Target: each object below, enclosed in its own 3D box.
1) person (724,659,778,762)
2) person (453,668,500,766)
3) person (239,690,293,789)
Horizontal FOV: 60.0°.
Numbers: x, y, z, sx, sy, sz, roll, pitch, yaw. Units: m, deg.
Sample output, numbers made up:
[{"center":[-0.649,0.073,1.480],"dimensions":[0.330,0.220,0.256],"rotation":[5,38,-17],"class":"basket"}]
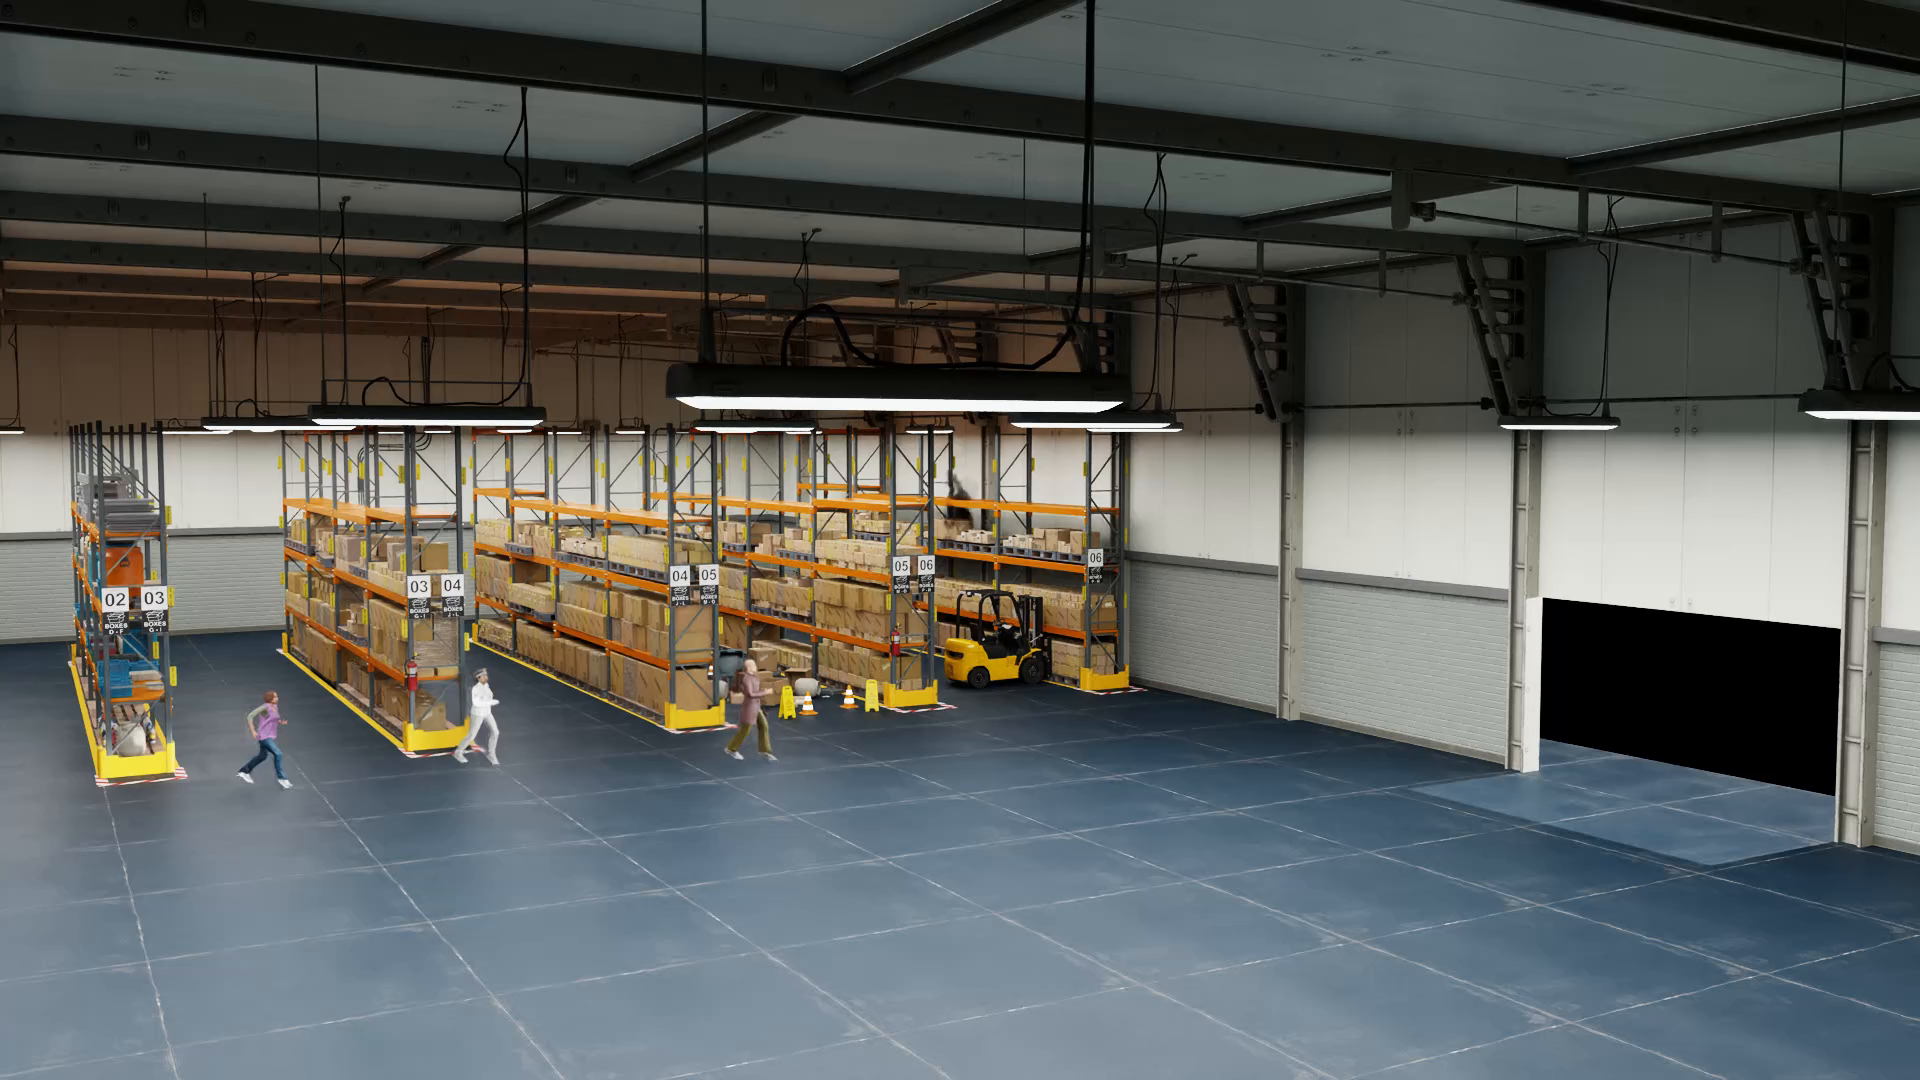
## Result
[{"center":[-3.695,3.008,29.279],"dimensions":[0.929,1.832,0.677],"rotation":[0,4,7],"class":"person"},{"center":[-8.375,3.093,29.015],"dimensions":[0.843,1.729,0.622],"rotation":[1,4,19],"class":"person"},{"center":[-11.334,3.259,27.099],"dimensions":[0.878,1.605,0.556],"rotation":[0,4,2],"class":"person"}]
